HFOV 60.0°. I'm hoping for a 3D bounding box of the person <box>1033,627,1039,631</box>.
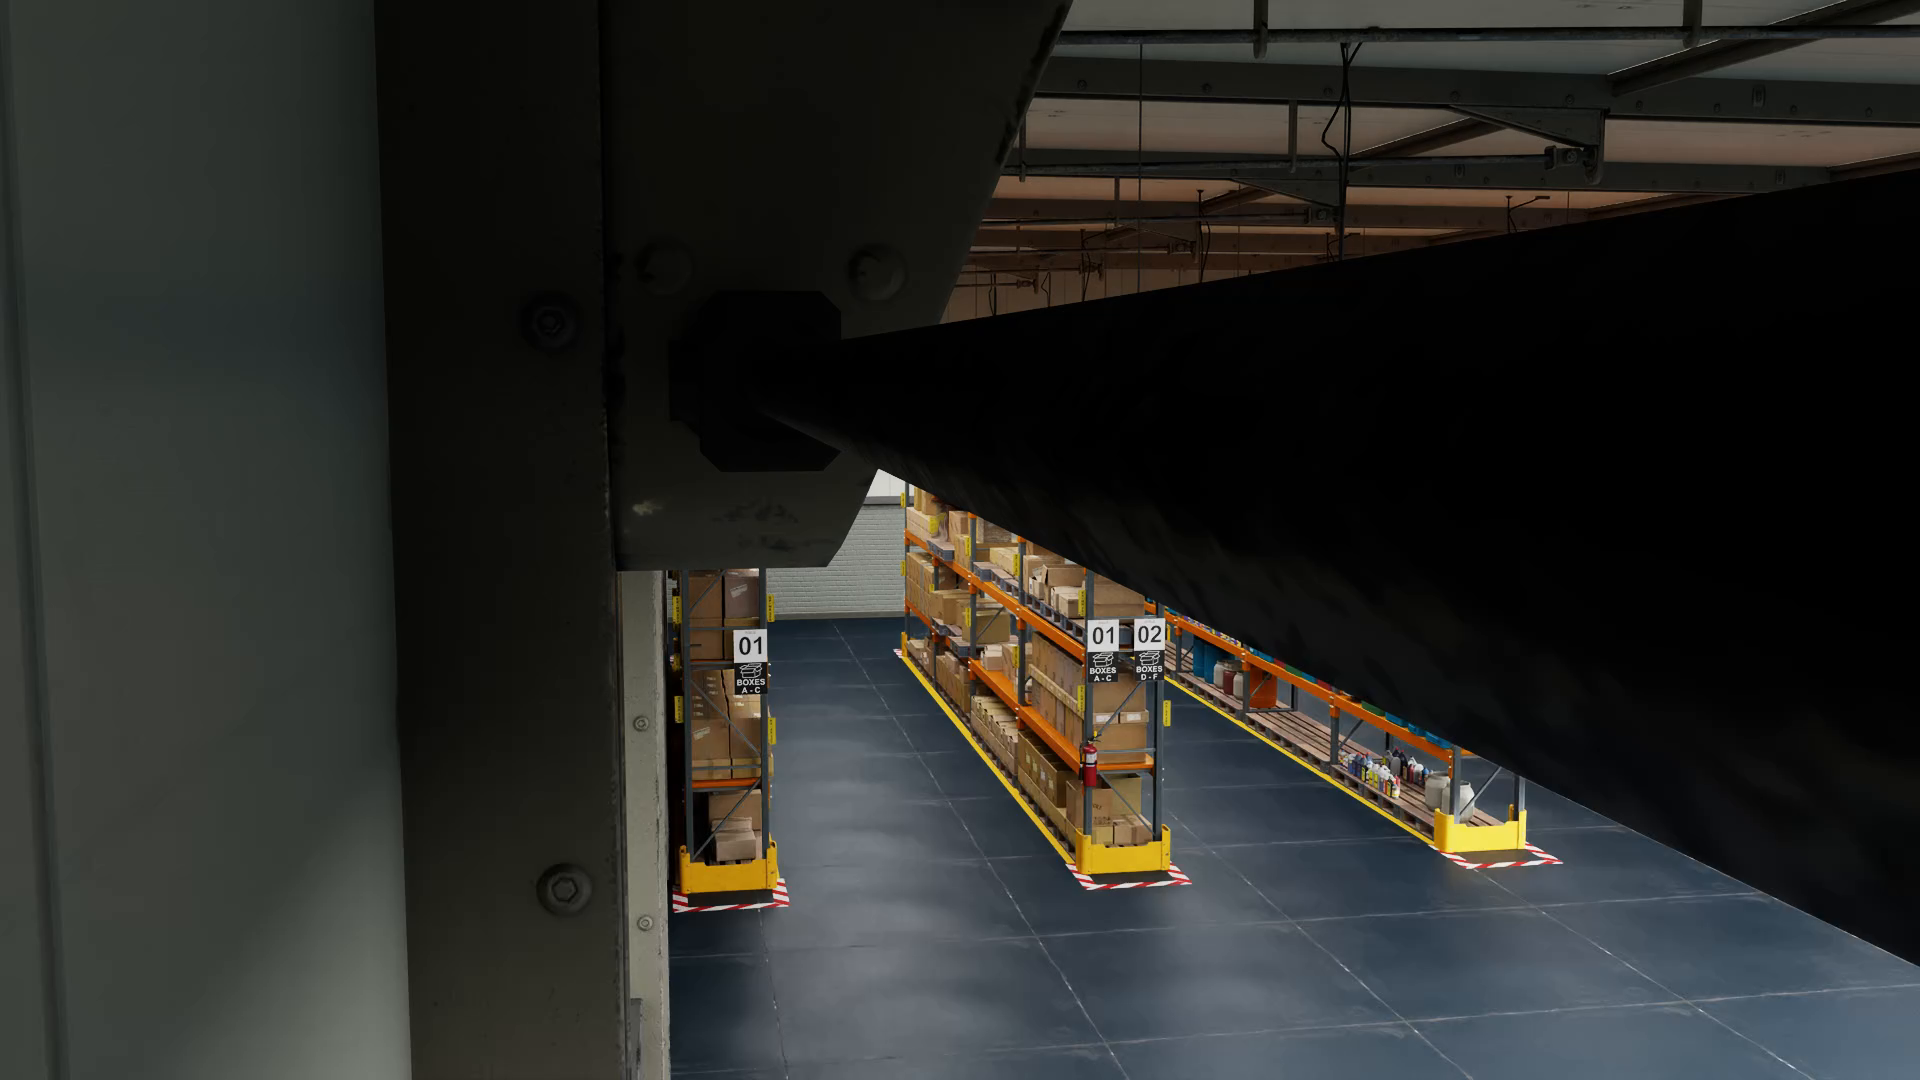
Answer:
[{"bbox_3d":[1.658,1.605,34.961,0.583,1.792,0.723,-3,7,-25],"label":"person"}]
